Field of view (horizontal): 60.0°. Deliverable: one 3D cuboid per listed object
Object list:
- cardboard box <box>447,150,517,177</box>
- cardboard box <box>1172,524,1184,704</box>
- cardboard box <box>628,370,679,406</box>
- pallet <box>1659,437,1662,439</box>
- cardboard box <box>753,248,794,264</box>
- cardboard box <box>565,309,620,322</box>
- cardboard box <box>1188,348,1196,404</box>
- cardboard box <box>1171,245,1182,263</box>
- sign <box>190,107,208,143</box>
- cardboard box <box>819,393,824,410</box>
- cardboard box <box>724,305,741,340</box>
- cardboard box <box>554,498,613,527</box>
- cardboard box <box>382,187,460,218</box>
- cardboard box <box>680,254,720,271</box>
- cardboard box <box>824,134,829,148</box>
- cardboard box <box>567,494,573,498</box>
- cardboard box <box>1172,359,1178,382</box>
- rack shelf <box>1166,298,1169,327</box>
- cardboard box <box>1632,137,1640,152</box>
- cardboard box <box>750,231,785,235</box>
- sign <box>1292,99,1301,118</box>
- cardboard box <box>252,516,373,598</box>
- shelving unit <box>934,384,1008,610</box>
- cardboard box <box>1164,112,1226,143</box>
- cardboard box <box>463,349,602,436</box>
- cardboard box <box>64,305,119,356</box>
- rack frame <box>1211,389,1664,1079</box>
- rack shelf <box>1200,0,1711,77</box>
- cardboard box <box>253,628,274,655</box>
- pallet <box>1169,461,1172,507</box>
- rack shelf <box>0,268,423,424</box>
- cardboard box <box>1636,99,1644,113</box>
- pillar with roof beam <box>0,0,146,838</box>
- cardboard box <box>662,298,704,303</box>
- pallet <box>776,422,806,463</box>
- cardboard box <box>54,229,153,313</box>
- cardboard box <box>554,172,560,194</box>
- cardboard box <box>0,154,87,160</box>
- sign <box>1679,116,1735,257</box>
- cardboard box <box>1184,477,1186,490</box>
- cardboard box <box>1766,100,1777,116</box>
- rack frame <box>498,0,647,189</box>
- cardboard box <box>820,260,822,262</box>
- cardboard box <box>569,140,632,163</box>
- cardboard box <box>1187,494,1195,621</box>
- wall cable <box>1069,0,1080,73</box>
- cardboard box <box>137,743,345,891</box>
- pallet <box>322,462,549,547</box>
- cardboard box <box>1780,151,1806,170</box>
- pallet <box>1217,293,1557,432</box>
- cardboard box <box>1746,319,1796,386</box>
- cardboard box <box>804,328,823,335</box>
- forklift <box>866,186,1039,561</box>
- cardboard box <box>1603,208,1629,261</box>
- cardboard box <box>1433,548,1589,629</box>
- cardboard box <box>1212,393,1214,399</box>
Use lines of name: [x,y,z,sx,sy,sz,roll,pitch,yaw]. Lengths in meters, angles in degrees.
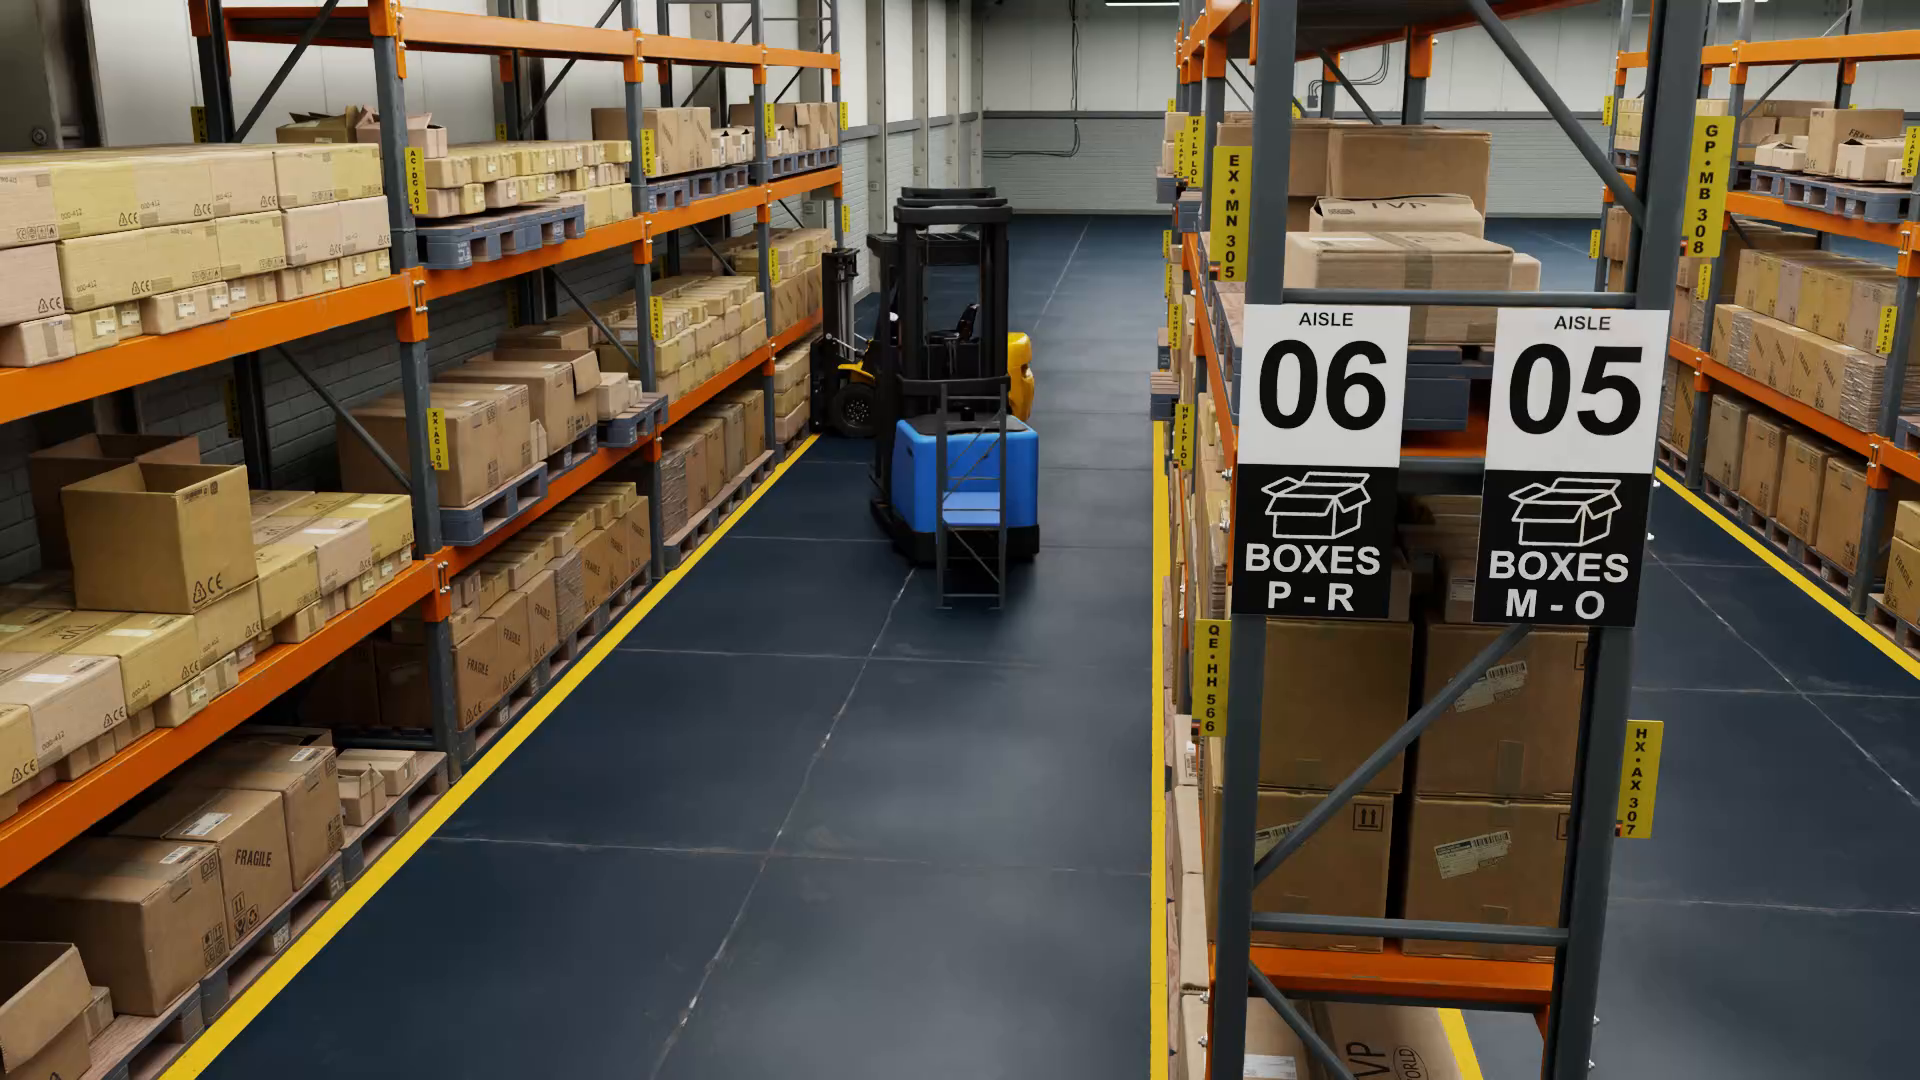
cardboard box: [-2.805,-2.181,9.649,0.380,0.149,0.250,2,15,7]
cardboard box: [1.739,0.447,10.028,0.875,0.875,0.875,2,15,8]
cardboard box: [-2.534,-1.196,13.127,0.500,0.250,0.500,2,15,6]
pallet: [7.786,-1.100,17.824,1.003,0.211,1.213,2,15,6]
cardboard box: [-1.954,-2.978,17.424,0.380,0.149,0.250,2,15,8]
cardboard box: [-3.024,-1.815,13.693,0.380,0.149,0.250,1,15,5]
cardboard box: [1.506,-0.767,9.144,0.500,0.500,0.500,2,15,7]
cardboard box: [2.153,-2.649,15.404,0.380,0.149,0.250,2,15,6]
sign: [-3.830,-2.027,8.418,0.100,0.325,0.005,2,15,6]
cardboard box: [-1.830,-1.586,18.745,0.500,0.250,0.500,2,15,8]
cardboard box: [-2.291,-1.966,15.017,0.500,0.250,0.500,2,15,7]
cardboard box: [-2.704,-0.196,11.881,0.380,0.149,0.250,1,15,4]
cardboard box: [-2.849,-1.767,8.688,0.380,0.149,0.250,2,15,7]
cardboard box: [-2.639,-2.795,16.748,0.380,0.149,0.250,2,15,6]
cardboard box: [-1.716,-4.590,19.127,0.380,0.149,0.250,1,15,5]
cardboard box: [-3.153,-0.056,12.606,0.500,0.500,0.500,2,15,8]
cardboard box: [1.851,-1.327,13.001,0.380,0.149,0.250,2,15,6]
rack shelf: [2.783,-2.224,18.020,1.077,0.370,4.000,2,15,6]
cardboard box: [7.496,-4.272,17.954,0.380,0.149,0.250,2,15,7]
cardboard box: [-2.253,-3.524,19.444,0.380,0.149,0.250,2,15,7]
sign: [3.109,-3.925,15.441,0.100,0.325,0.005,2,15,6]
cardboard box: [-3.135,0.075,7.855,0.500,0.250,0.500,2,15,6]
shelving unit: [0.094,-0.347,12.571,0.538,1.500,1.048,0,15,1]
cardboard box: [2.047,-3.603,14.520,0.500,0.250,0.500,1,15,5]
cardboard box: [-2.827,-0.985,11.054,0.797,0.503,0.637,1,15,5]
cardboard box: [-3.260,-0.753,5.935,0.380,0.149,0.250,2,15,6]
rack frame: [1.203,1.059,4.498,1.000,3.000,0.127,2,15,6]
rack shelf: [1.429,-1.815,5.779,1.077,0.370,4.000,2,15,6]
cardboard box: [-3.274,0.422,7.335,0.380,0.149,0.250,2,15,7]
pallet: [2.471,-0.505,15.625,1.003,0.211,1.213,2,15,6]
rack shelf: [-3.504,-0.705,6.656,1.077,0.370,4.000,2,15,6]
cardboard box: [7.497,-4.659,17.858,0.380,0.149,0.250,2,15,7]
pillar with roof beam: [0.025,-2.739,7.050,9.100,9.000,0.400,2,15,6]
cardboard box: [-2.429,-2.002,14.384,0.380,0.149,0.250,2,15,6]
pallet: [-2.244,-1.057,17.667,1.003,0.211,1.213,2,15,6]
cardboard box: [-3.301,-0.977,5.999,0.500,0.250,0.500,1,15,5]
cardboard box: [-2.799,-2.297,10.687,0.380,0.149,0.250,2,15,8]
cardboard box: [-3.766,-1.368,6.487,0.500,0.250,0.500,2,15,6]
sign: [1.754,-0.831,3.916,0.100,0.325,0.005,2,15,6]
cardboard box: [1.643,-0.426,10.278,0.500,0.250,0.500,2,15,6]
cardboard box: [7.922,-4.112,15.835,0.380,0.149,0.250,2,15,6]
rack frame: [-2.827,-4.057,11.925,1.000,3.000,0.127,2,15,6]
cardboard box: [-1.786,-3.014,19.372,0.500,0.500,0.500,2,15,8]
cardboard box: [-2.571,-2.775,11.884,0.380,0.149,0.250,2,15,8]
cardboard box: [1.341,0.088,7.900,0.500,0.500,0.500,2,15,8]
wall cable: [4.822,-15.343,49.937,3.097,2.526,0.112,2,15,6]
cardboard box: [-3.314,1.272,7.694,0.700,0.500,0.500,1,15,4]
pallet: [-3.079,-0.235,9.651,1.003,0.211,1.213,2,15,6]
cardboard box: [7.070,-3.155,13.823,0.380,0.149,0.250,2,15,6]
pallet: [1.276,-0.539,4.831,1.003,0.211,1.213,2,15,6]
cardboard box: [7.045,-1.593,14.114,0.500,0.500,0.500,2,15,6]
cardboard box: [-1.718,-2.333,19.589,0.500,0.250,0.500,2,15,7]
forklift: [-0.188,-1.584,14.406,1.130,2.935,3.031,-3,16,-13]
cardboard box: [7.858,-3.469,18.890,0.875,0.550,0.550,2,15,6]
cardboard box: [1.518,0.131,4.580,0.380,0.149,0.250,2,15,7]
cardboard box: [1.272,-0.551,7.103,0.380,0.149,0.250,2,15,6]
